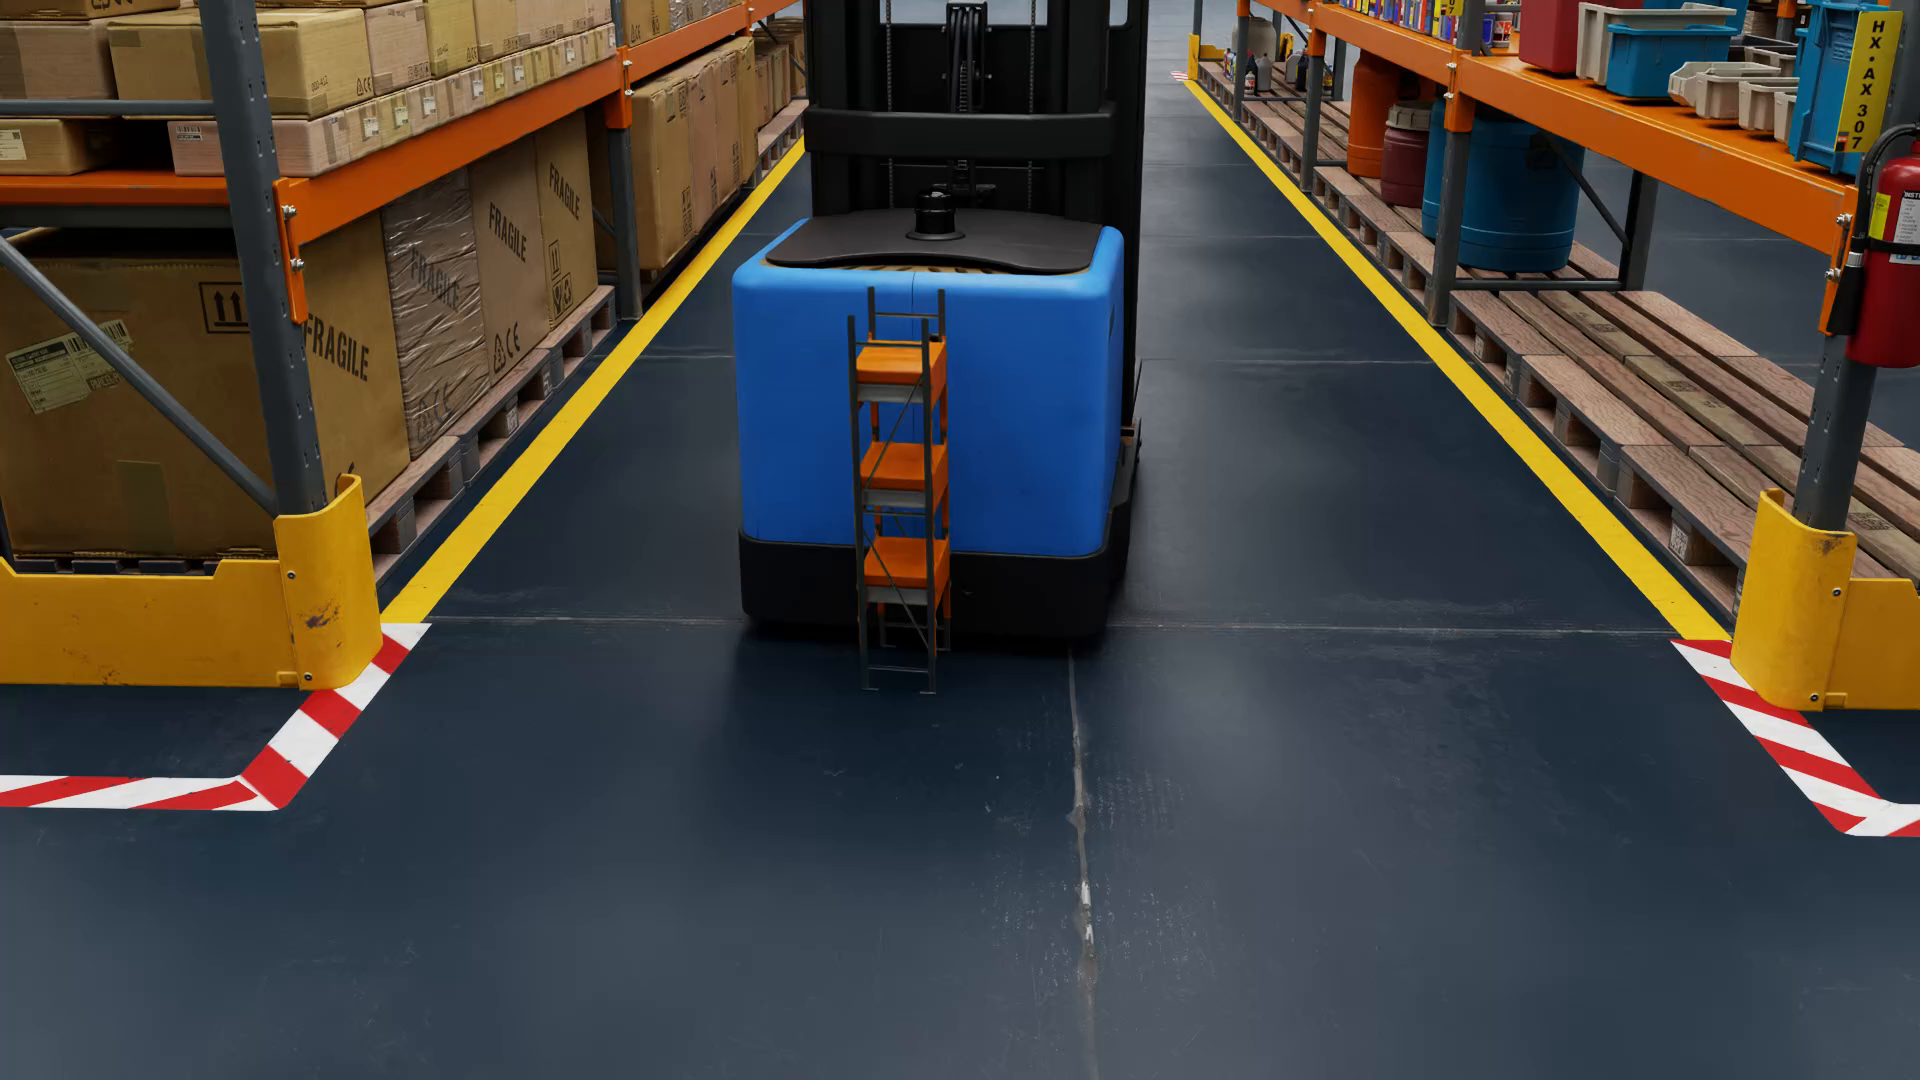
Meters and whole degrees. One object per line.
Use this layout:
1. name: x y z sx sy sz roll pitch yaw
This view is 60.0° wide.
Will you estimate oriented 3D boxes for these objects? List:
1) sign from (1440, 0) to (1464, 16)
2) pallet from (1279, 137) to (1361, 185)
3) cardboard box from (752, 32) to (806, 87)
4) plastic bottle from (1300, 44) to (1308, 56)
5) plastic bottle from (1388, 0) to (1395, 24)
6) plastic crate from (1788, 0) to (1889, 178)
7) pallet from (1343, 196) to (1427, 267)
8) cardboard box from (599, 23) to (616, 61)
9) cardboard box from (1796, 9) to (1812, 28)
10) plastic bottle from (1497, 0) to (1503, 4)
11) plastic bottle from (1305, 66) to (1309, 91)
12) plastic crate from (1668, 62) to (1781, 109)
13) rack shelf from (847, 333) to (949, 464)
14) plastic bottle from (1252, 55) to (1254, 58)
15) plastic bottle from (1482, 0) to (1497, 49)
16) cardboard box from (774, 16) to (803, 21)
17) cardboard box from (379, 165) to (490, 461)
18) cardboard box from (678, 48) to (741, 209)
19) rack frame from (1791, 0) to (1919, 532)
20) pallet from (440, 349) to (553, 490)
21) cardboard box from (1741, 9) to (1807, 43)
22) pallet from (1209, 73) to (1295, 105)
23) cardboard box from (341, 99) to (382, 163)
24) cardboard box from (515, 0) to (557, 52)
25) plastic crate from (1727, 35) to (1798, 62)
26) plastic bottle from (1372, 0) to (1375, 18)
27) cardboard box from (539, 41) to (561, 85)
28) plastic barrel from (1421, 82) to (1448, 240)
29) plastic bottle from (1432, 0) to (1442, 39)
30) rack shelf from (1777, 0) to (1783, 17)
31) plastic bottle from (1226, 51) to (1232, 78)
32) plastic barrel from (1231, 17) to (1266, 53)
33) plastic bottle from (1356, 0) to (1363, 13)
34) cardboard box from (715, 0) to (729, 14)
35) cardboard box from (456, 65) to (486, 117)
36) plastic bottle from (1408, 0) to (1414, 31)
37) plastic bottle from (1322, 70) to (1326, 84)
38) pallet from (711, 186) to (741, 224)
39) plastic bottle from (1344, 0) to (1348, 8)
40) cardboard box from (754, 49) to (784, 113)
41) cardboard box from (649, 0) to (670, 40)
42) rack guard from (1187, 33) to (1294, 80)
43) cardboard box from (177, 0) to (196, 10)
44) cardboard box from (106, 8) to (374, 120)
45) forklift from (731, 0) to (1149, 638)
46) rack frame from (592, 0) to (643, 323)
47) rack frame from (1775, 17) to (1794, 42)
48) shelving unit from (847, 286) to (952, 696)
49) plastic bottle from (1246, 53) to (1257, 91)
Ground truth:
1. sign: 2.289 -2.596 7.691 0.100 0.325 0.005 1 21 2
2. pallet: 3.023 -2.886 12.676 1.003 0.211 1.213 1 21 2
3. cardboard box: -1.807 -4.789 16.600 0.500 0.500 0.500 8 22 19
4. plastic bottle: 3.546 -4.900 17.064 0.144 0.351 0.185 2 21 4
5. plastic bottle: 2.573 -3.172 9.625 0.144 0.351 0.185 1 21 2
6. plastic crate: 2.541 -1.182 4.296 0.616 0.435 0.499 1 21 2
7. pallet: 2.938 -1.881 10.086 1.003 0.211 1.213 1 21 2
8. cardboard box: -1.794 -2.284 7.616 0.380 0.149 0.250 1 21 2
9. cardboard box: 8.367 -4.906 16.210 0.500 0.500 0.500 1 21 2
10. plastic bottle: 3.190 -3.223 9.850 0.061 0.283 0.133 1 21 2
11. plastic bottle: 3.406 -4.520 16.179 0.061 0.283 0.133 1 21 2
12. plastic crate: 2.559 -1.529 5.604 0.298 0.136 0.250 1 21 2
13. rack shelf: -0.153 -0.364 4.241 0.215 0.259 0.240 3 25 8
14. plastic bottle: 2.933 -4.722 16.699 0.061 0.283 0.133 1 21 2
15. plastic bottle: 2.528 -2.549 8.122 0.152 0.276 0.135 1 21 2
16. cardboard box: -1.783 -5.659 18.841 0.500 0.500 0.500 5 22 12
17. cardboard box: -2.266 -0.835 5.892 0.875 0.875 0.875 1 21 2
18. cardboard box: -2.067 -2.595 10.427 1.225 0.875 0.875 1 21 2
19. rack frame: 2.717 -1.014 3.996 1.000 3.000 0.127 1 21 2
20. pallet: -2.248 -0.499 6.522 1.003 0.211 1.213 1 21 2
21. cardboard box: 7.856 -4.911 16.224 0.500 0.500 0.500 1 21 2
22. pallet: 3.179 -4.738 17.447 1.003 0.211 1.213 1 21 2
23. cardboard box: -1.887 -1.169 4.743 0.380 0.149 0.250 0 21 1
24. cardboard box: -1.892 -2.049 6.460 0.500 0.250 0.500 1 21 3
25. plastic crate: 3.073 -1.953 6.712 0.437 0.125 0.590 1 21 2
26. plastic bottle: 2.565 -3.318 10.112 0.097 0.271 0.097 0 21 0
27. cardboard box: -1.825 -1.912 6.657 0.380 0.149 0.250 1 21 3
28. plastic barrel: 2.894 -2.131 9.193 0.600 0.901 0.708 1 21 2
29. plastic bottle: 2.540 -2.773 8.598 0.144 0.351 0.185 1 21 2
30. rack shelf: 8.094 -5.685 17.028 1.077 0.370 4.000 1 21 2
31. plastic bottle: 2.827 -4.956 17.320 0.097 0.271 0.097 0 21 0
32. plastic barrel: 3.260 -5.596 18.664 0.421 0.512 0.421 0 21 0
33. plastic bottle: 2.560 -3.484 10.523 0.061 0.283 0.133 1 21 2
34. cardboard box: -1.779 -3.646 10.642 0.500 0.500 0.500 0 21 1
35. cardboard box: -1.856 -1.541 5.702 0.380 0.149 0.250 0 21 1
36. plastic bottle: 2.534 -2.919 9.180 0.097 0.201 0.097 0 21 0
37. plastic bottle: 3.536 -4.437 16.079 0.097 0.201 0.097 0 21 0
38. pallet: -2.090 -2.377 11.363 1.003 0.211 1.213 1 21 2
39. plastic bottle: 2.593 -3.652 10.973 0.097 0.271 0.097 0 21 0
40. cardboard box: -1.942 -4.053 14.676 0.700 0.500 0.500 1 21 1
41. cardboard box: -1.834 -2.907 8.736 0.500 0.500 0.500 1 21 2
42. rack guard: 3.249 -5.606 19.286 1.175 0.500 0.348 1 21 2
43. cardboard box: -2.468 -1.499 5.042 0.500 0.250 0.500 0 21 1
44. cardboard box: -1.949 -1.308 4.549 0.500 0.250 0.500 0 21 0
45. forklift: 0.088 -1.589 5.573 1.130 2.935 3.031 3 21 8
46. rack frame: -2.112 -2.515 7.864 1.000 3.000 0.127 1 21 2
47. rack frame: 8.033 -5.297 15.034 1.000 3.000 0.127 1 21 2
48. shelving unit: -0.151 -0.117 4.357 0.215 1.050 0.252 3 25 8
49. plastic bottle: 2.814 -4.559 16.186 0.144 0.351 0.185 0 21 0
